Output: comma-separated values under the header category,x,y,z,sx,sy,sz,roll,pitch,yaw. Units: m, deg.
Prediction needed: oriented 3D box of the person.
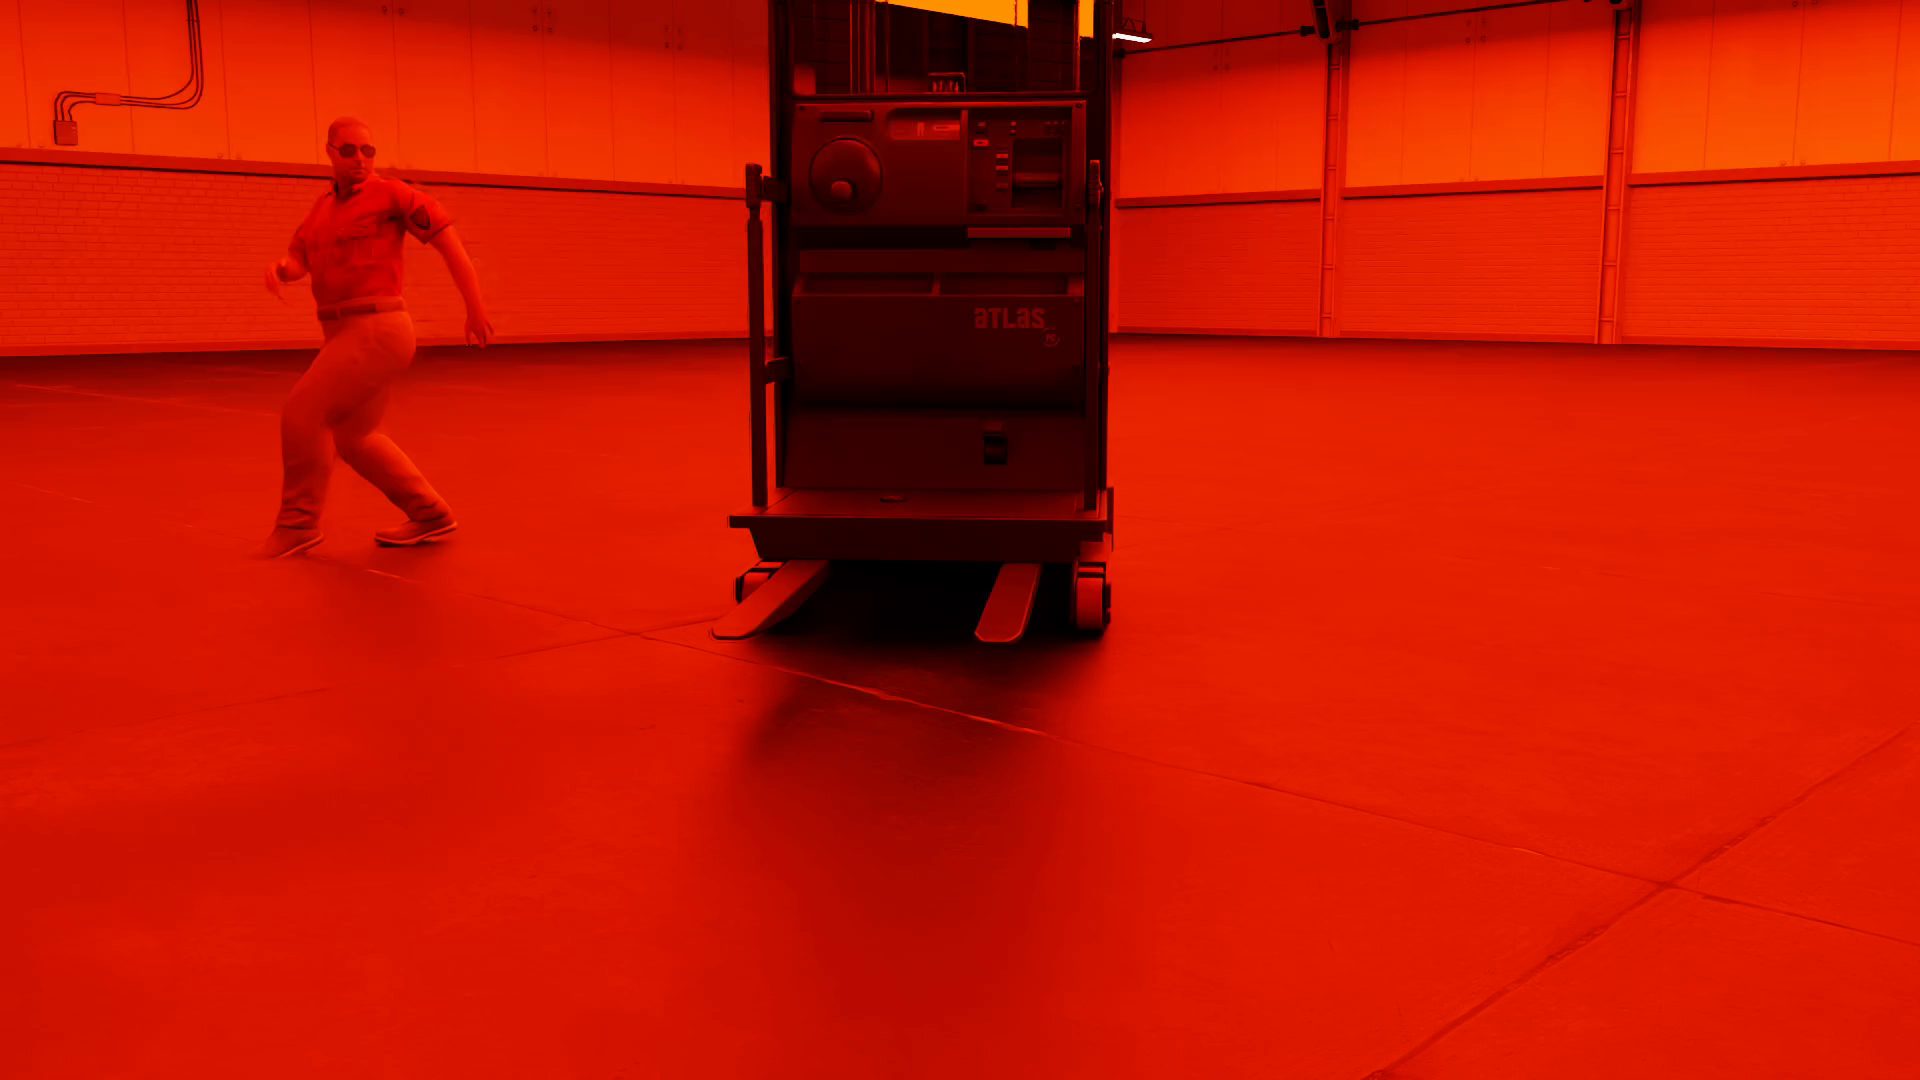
category,x,y,z,sx,sy,sz,roll,pitch,yaw
person,-2.332,-0.769,6.418,0.957,1.689,0.564,-6,10,-34

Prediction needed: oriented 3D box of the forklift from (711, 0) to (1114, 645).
category,x,y,z,sx,sy,sz,roll,pitch,yaw
forklift,-0.084,-1.230,5.039,1.130,2.935,3.031,1,9,5
